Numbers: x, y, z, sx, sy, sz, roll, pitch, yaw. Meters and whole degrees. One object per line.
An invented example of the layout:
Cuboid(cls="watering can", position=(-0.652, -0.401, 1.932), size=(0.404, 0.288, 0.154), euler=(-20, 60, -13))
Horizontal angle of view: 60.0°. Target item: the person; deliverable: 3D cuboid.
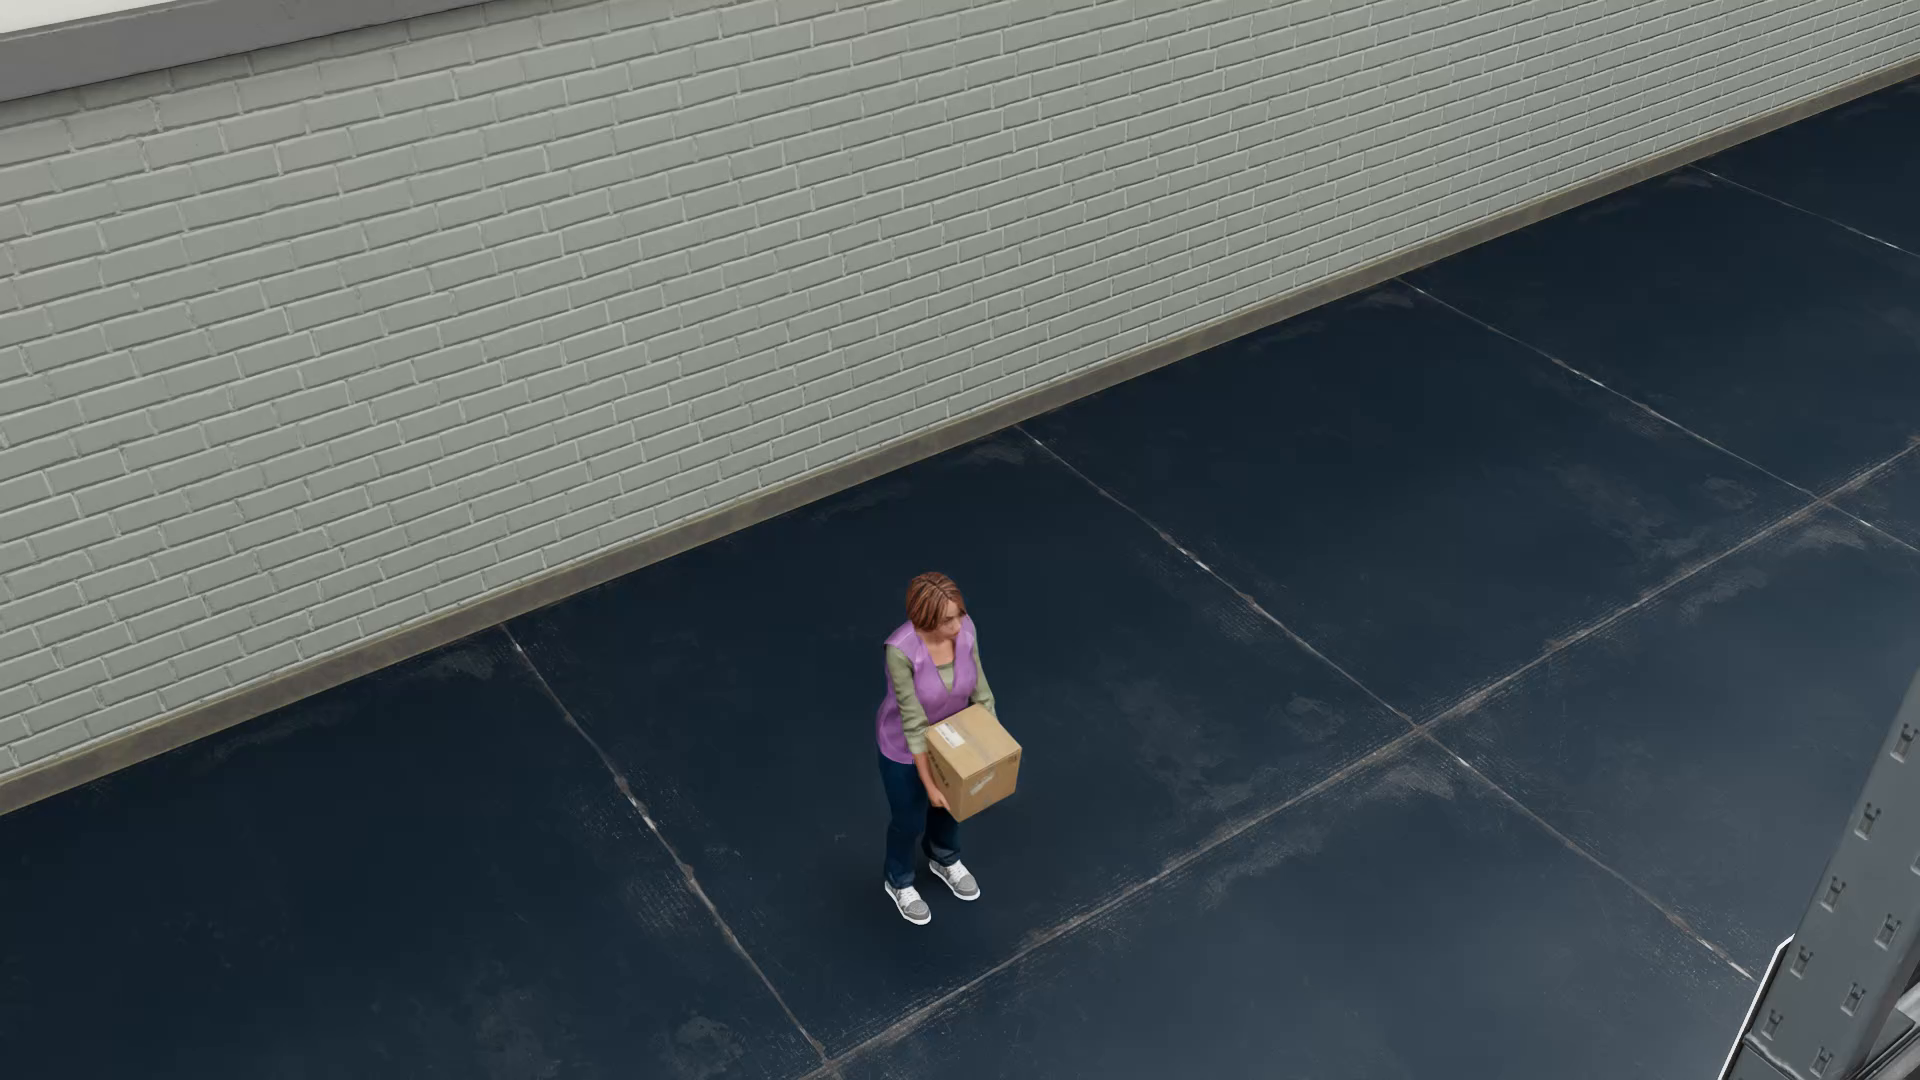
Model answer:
Cuboid(cls="person", position=(-3.293, 2.487, 2.360), size=(10.212, 3.199, 3.070), euler=(-24, 43, -28))
